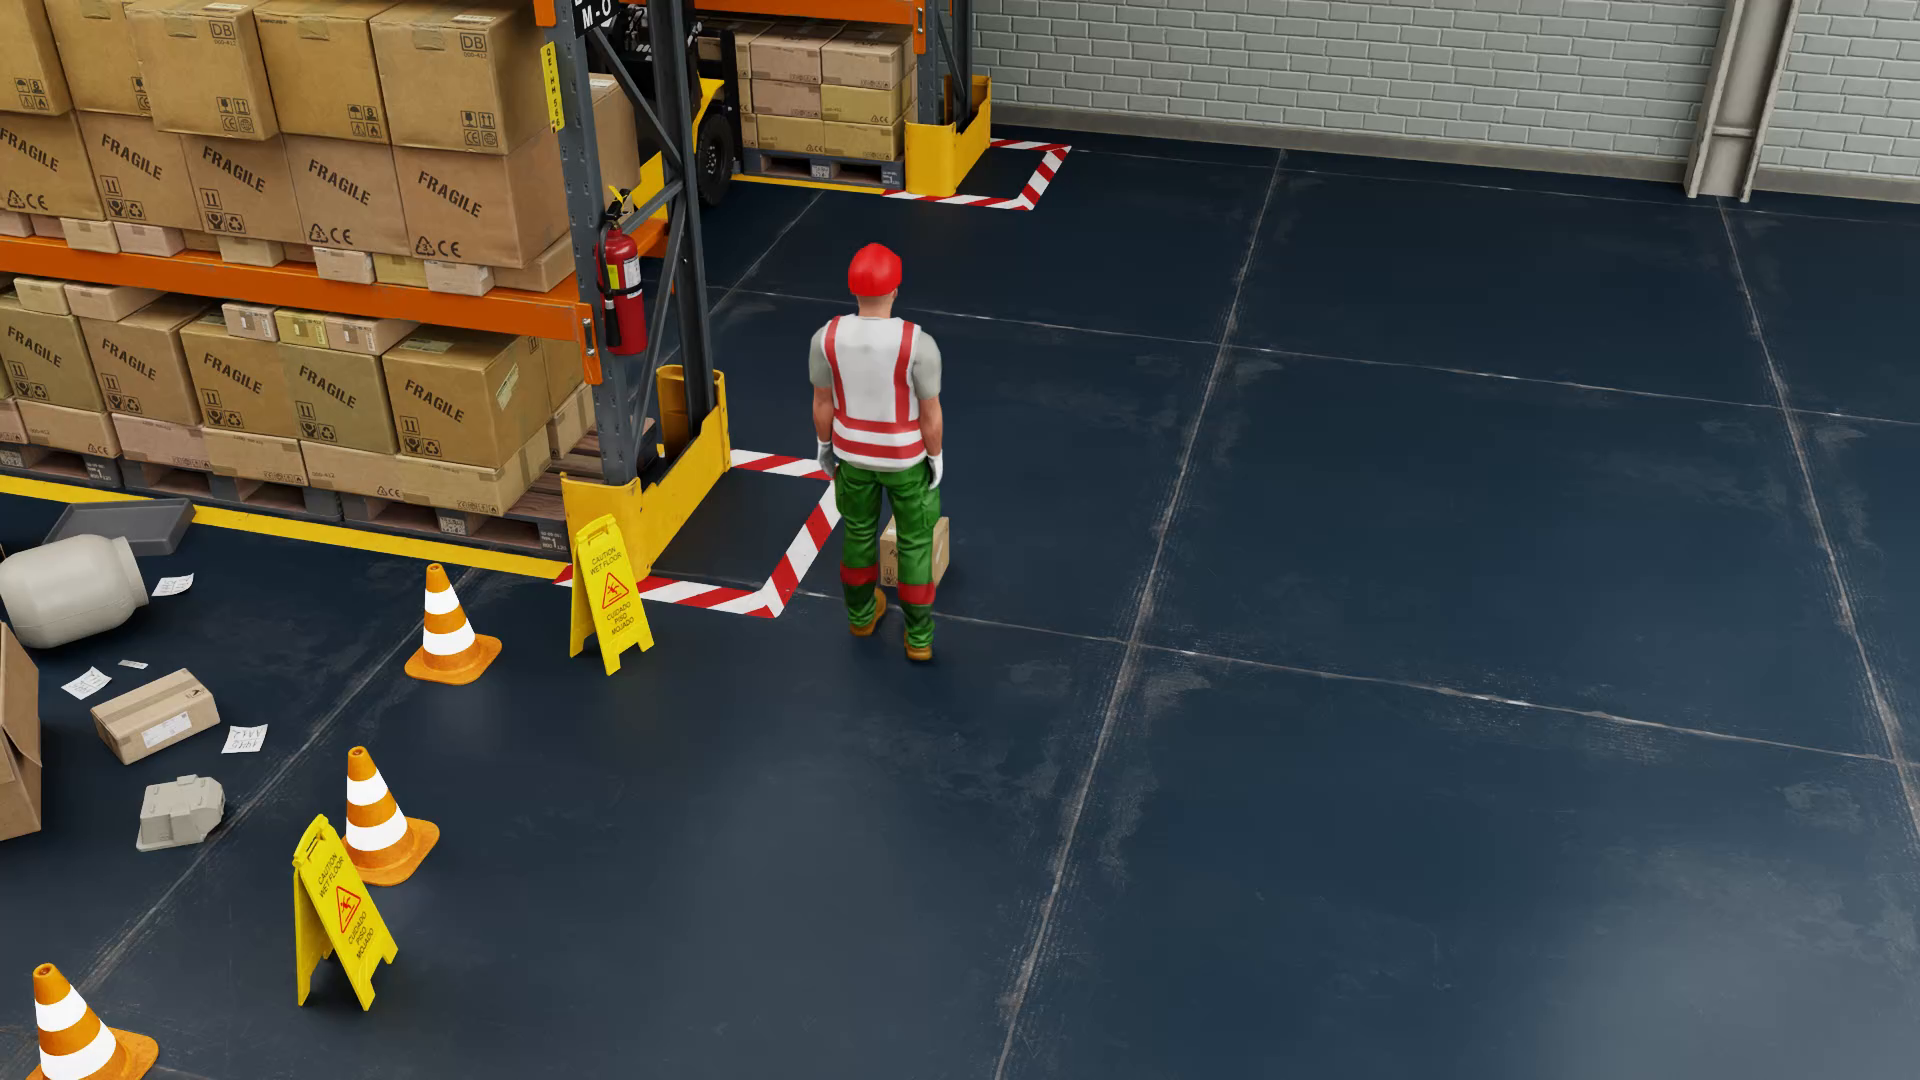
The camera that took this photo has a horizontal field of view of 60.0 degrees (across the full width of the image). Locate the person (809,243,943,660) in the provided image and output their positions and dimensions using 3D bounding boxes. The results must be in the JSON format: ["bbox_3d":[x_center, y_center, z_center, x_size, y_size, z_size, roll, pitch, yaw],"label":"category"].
[{"bbox_3d":[-0.313,-0.353,6.697,0.535,1.823,0.434,7,33,11],"label":"person"}]
